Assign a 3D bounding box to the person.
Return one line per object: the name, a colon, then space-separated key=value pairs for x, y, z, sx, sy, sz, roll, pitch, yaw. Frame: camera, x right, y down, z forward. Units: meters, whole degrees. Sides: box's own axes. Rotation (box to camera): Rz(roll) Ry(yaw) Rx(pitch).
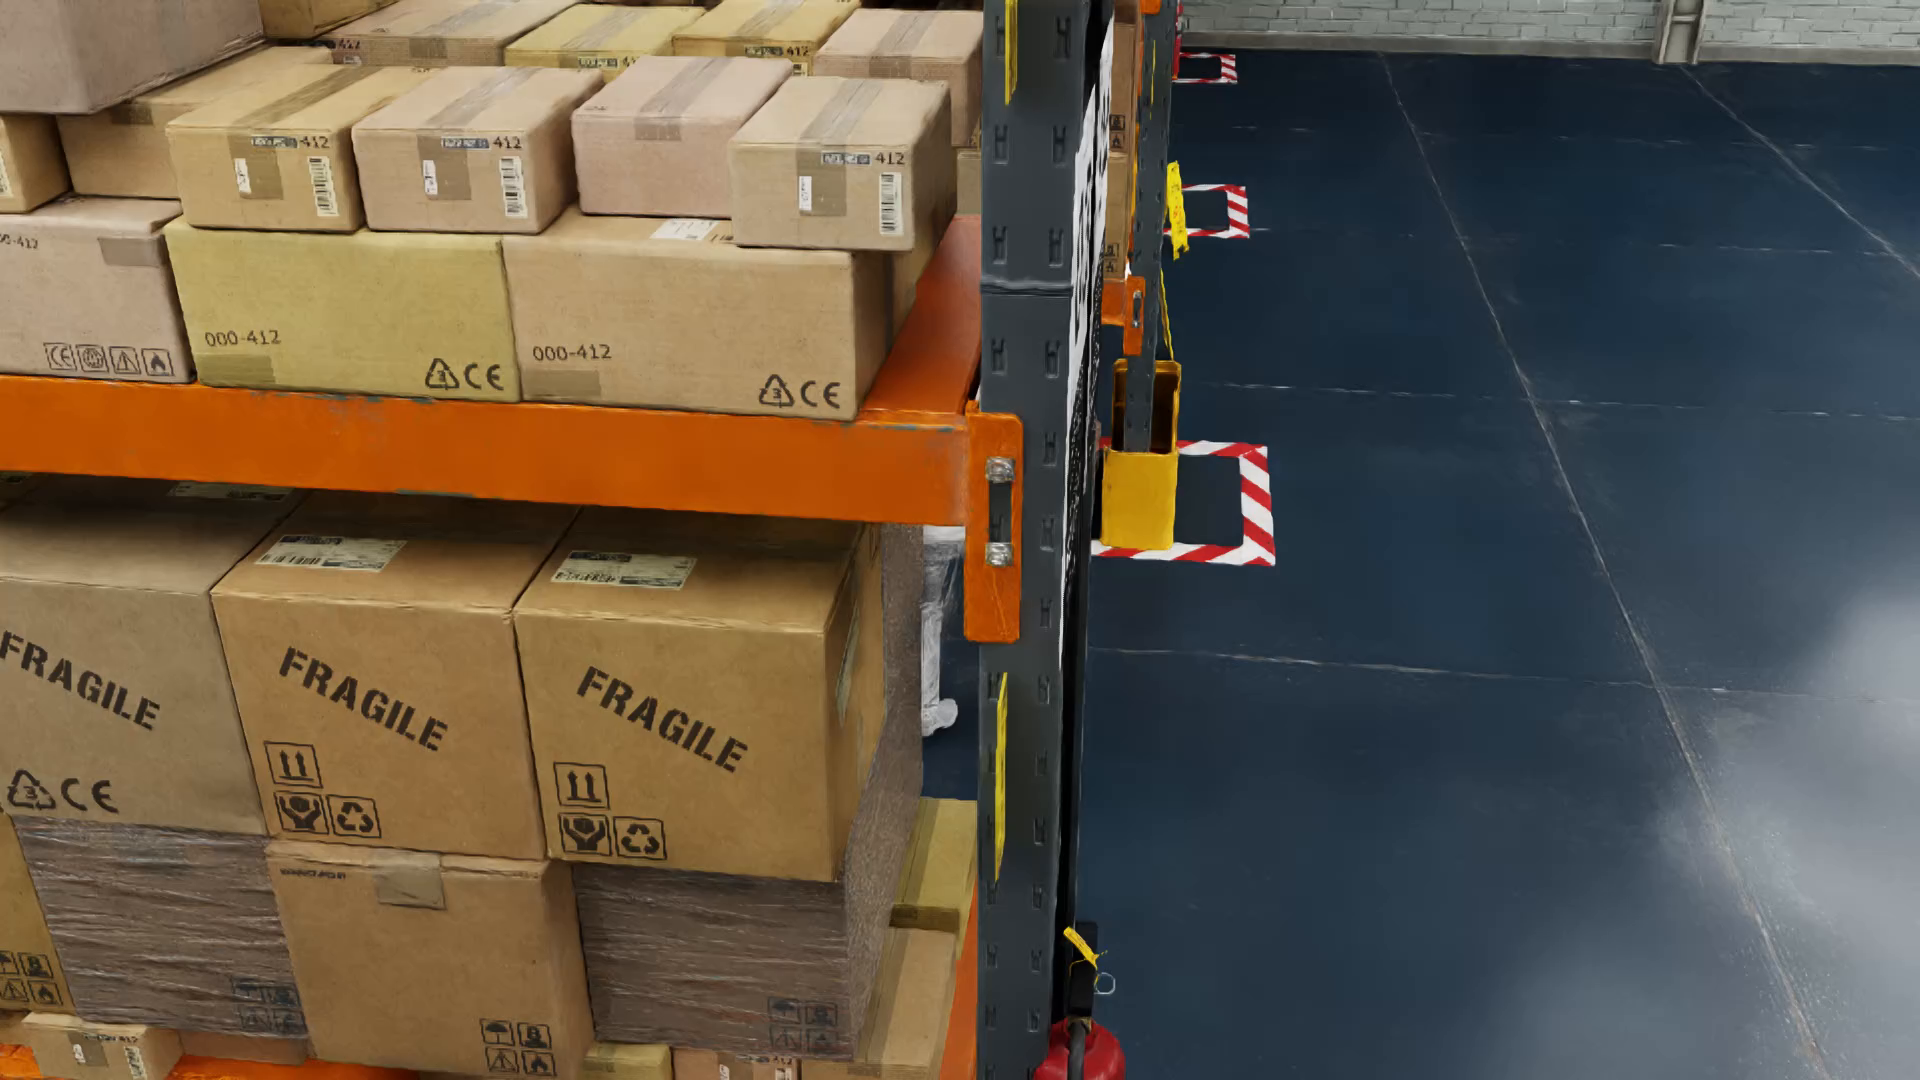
person: x=0.026 y=-0.101 z=6.315 sx=0.740 sy=1.736 sz=0.520 roll=-6 pitch=29 yaw=-11
